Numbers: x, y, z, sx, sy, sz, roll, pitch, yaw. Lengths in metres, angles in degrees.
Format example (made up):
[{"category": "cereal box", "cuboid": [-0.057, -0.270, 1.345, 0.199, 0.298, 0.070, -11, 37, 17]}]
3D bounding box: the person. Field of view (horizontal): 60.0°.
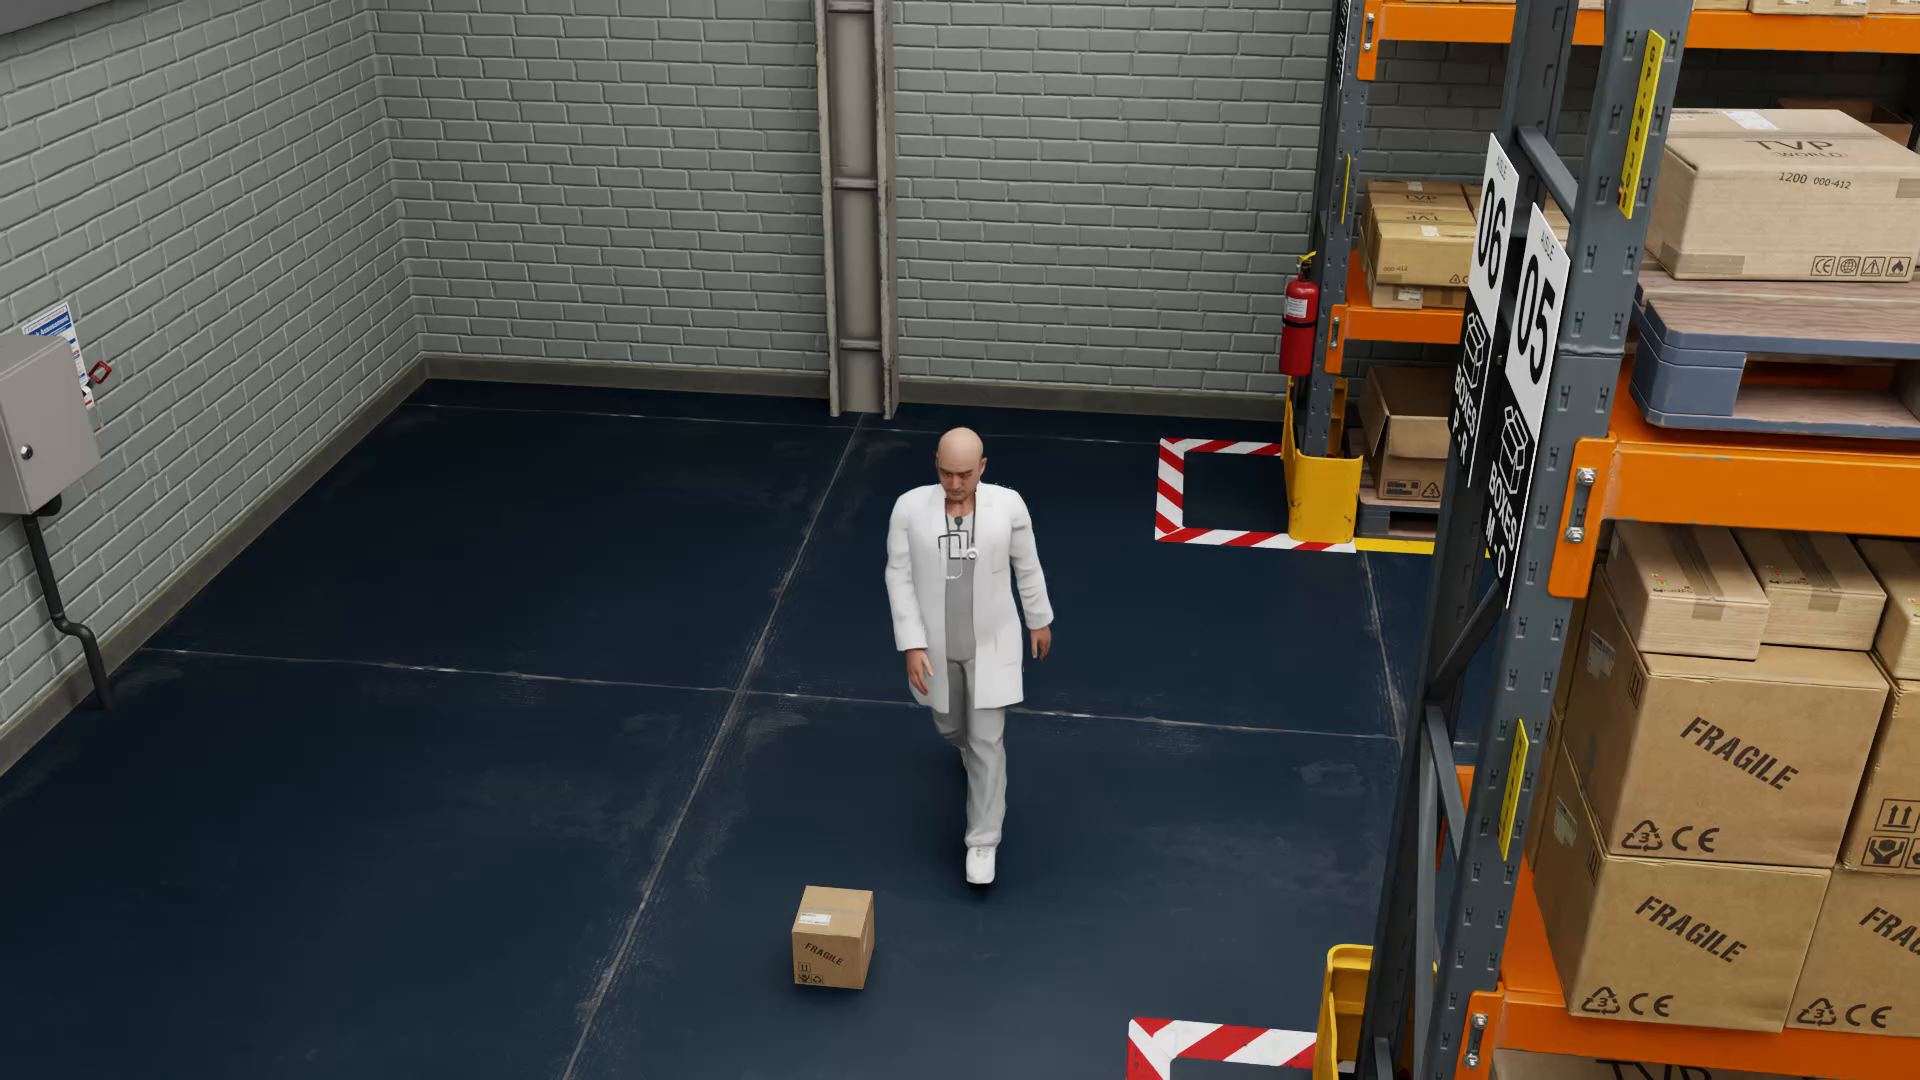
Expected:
[{"category": "person", "cuboid": [0.031, 0.379, 6.445, 0.629, 1.744, 0.982, 4, 28, 8]}]
